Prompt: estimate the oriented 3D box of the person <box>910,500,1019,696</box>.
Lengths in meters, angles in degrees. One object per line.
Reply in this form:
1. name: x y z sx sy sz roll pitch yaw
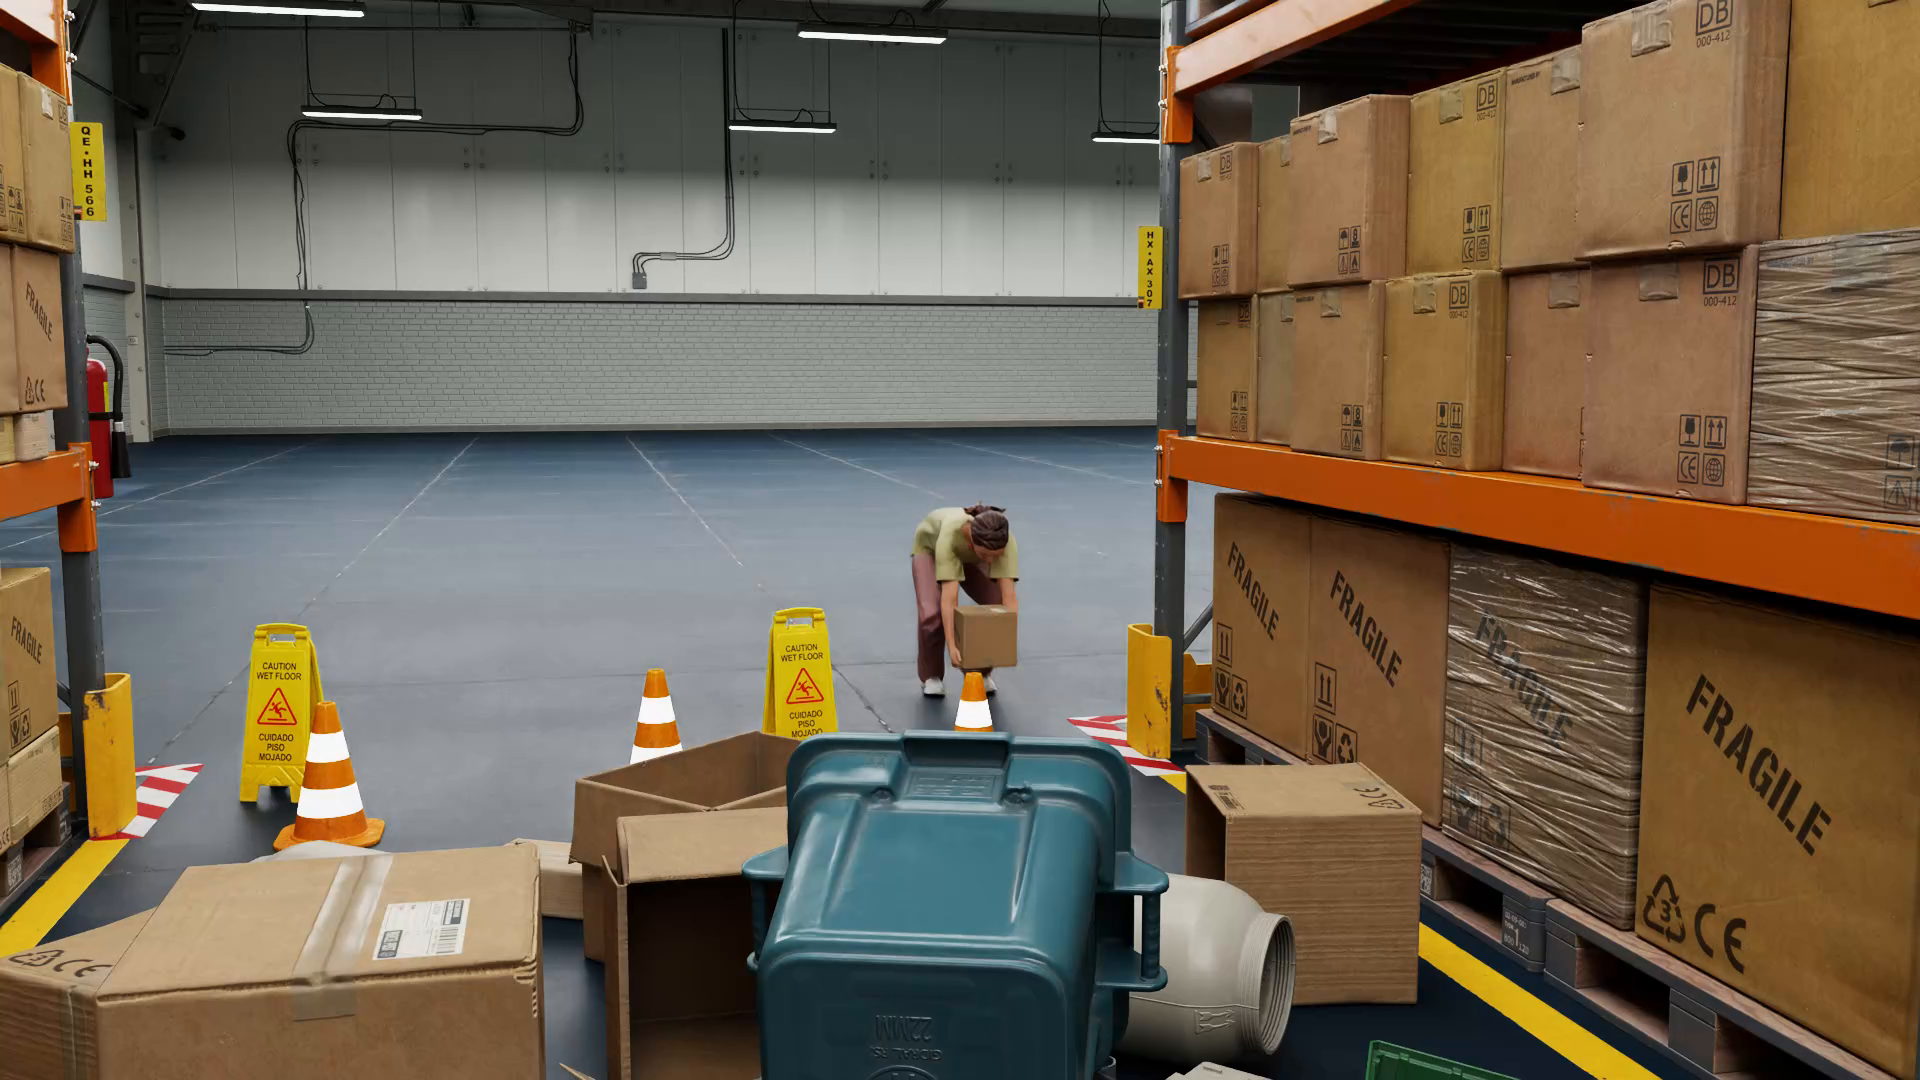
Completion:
1. person: 0.030 0.276 7.895 0.475 0.965 0.867 -2 6 -16
